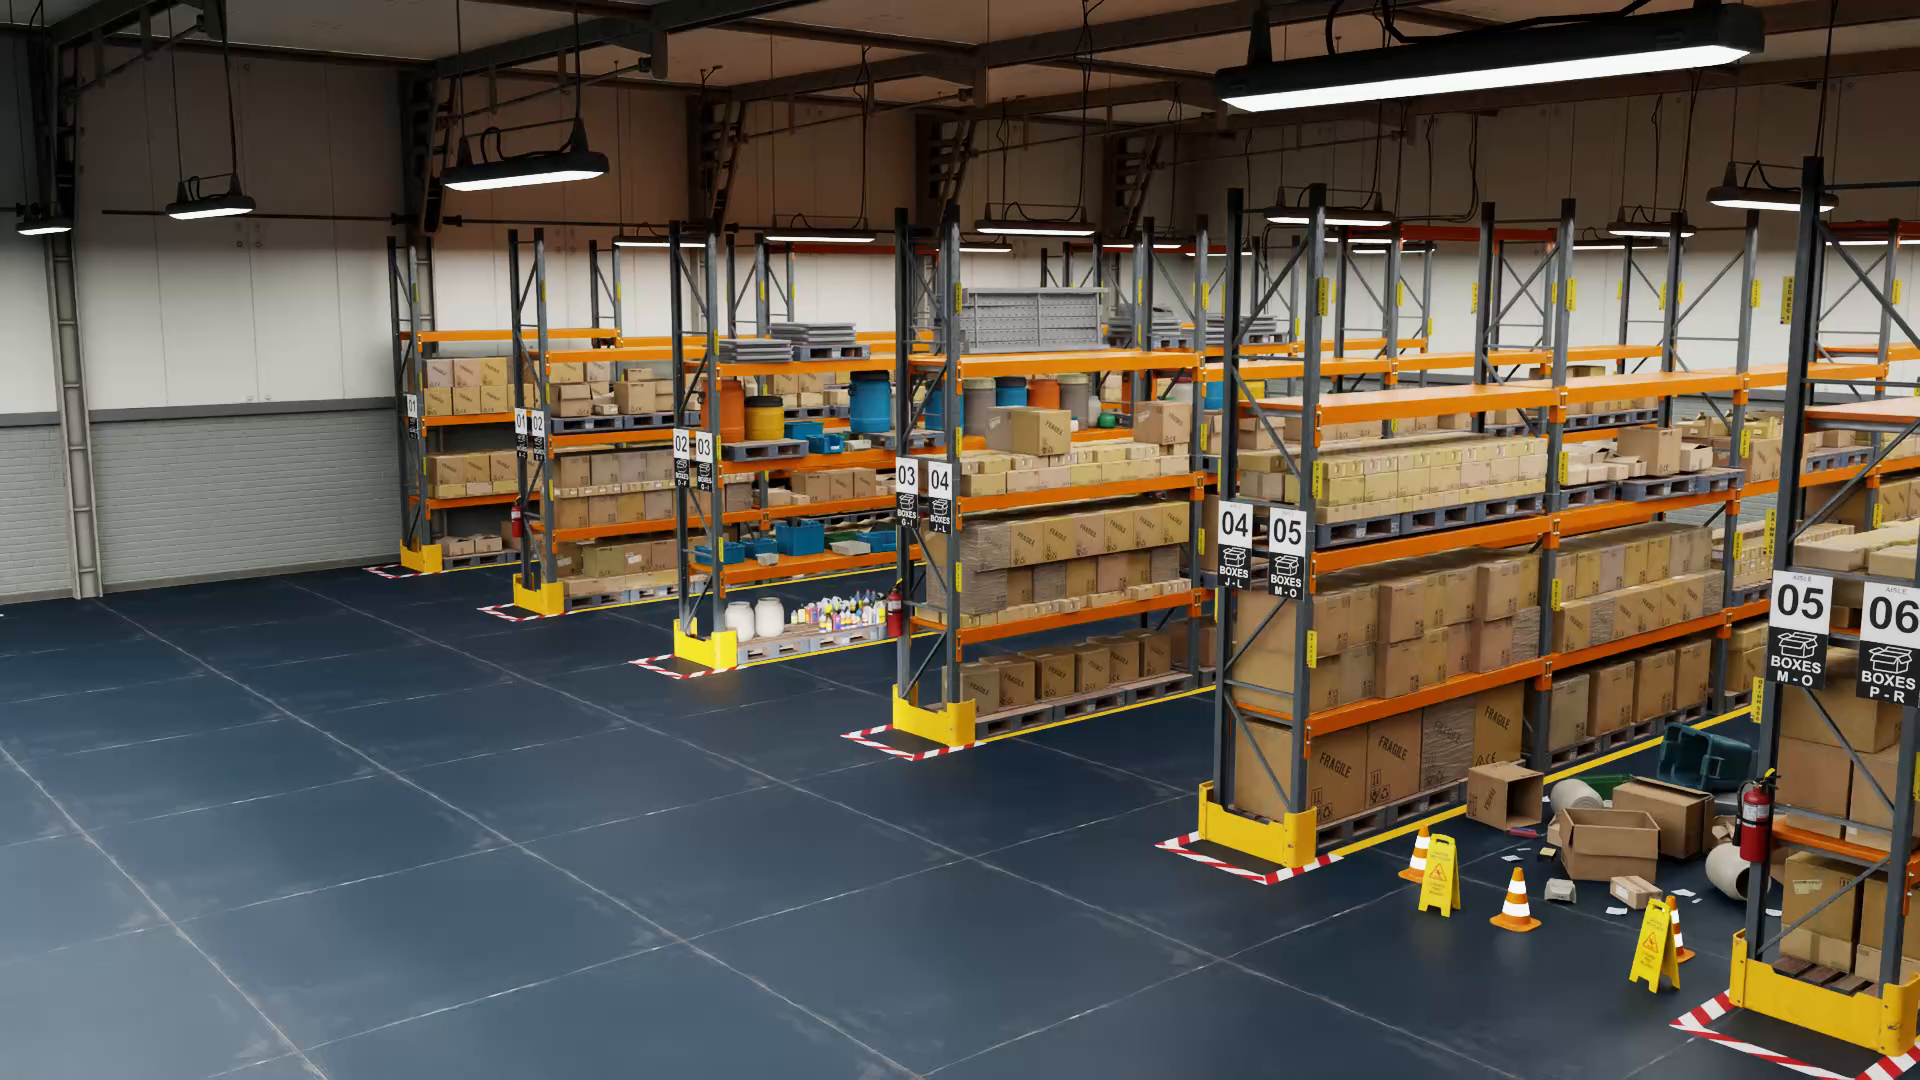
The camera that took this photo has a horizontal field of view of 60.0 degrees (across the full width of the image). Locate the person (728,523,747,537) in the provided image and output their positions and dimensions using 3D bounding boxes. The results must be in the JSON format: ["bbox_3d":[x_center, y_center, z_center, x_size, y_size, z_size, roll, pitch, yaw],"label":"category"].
[{"bbox_3d":[-4.440,-0.606,32.288,0.435,1.619,1.022,8,12,40],"label":"person"}]
